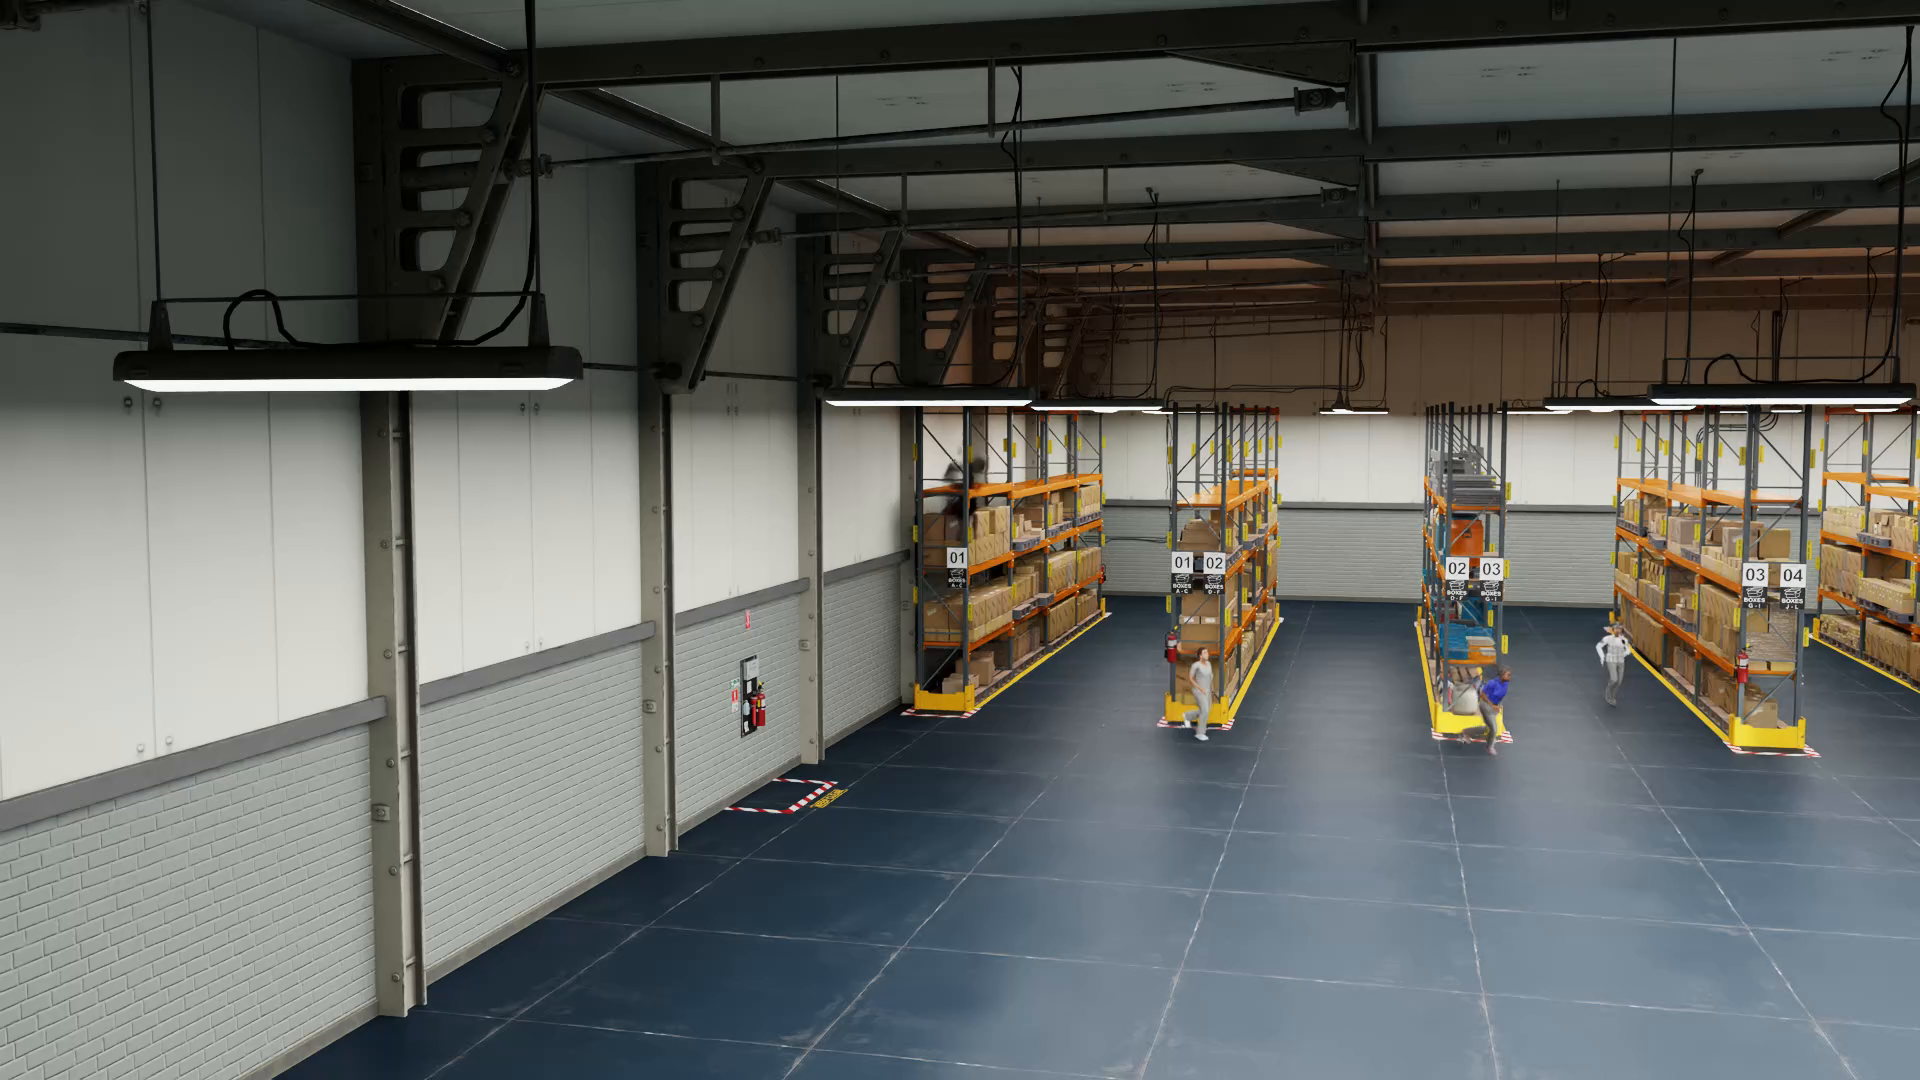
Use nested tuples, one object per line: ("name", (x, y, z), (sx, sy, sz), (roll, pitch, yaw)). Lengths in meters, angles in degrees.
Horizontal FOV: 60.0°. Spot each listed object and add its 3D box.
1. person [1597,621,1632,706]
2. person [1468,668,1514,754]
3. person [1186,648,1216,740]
("person", (12.995, 2.446, 32.929), (0.584, 1.692, 0.672), (0, 4, 1))
("person", (9.073, 2.894, 28.383), (0.585, 1.526, 0.871), (-3, 5, -35))
("person", (4.315, 2.726, 29.684), (0.586, 1.645, 0.641), (-4, 6, -41))
